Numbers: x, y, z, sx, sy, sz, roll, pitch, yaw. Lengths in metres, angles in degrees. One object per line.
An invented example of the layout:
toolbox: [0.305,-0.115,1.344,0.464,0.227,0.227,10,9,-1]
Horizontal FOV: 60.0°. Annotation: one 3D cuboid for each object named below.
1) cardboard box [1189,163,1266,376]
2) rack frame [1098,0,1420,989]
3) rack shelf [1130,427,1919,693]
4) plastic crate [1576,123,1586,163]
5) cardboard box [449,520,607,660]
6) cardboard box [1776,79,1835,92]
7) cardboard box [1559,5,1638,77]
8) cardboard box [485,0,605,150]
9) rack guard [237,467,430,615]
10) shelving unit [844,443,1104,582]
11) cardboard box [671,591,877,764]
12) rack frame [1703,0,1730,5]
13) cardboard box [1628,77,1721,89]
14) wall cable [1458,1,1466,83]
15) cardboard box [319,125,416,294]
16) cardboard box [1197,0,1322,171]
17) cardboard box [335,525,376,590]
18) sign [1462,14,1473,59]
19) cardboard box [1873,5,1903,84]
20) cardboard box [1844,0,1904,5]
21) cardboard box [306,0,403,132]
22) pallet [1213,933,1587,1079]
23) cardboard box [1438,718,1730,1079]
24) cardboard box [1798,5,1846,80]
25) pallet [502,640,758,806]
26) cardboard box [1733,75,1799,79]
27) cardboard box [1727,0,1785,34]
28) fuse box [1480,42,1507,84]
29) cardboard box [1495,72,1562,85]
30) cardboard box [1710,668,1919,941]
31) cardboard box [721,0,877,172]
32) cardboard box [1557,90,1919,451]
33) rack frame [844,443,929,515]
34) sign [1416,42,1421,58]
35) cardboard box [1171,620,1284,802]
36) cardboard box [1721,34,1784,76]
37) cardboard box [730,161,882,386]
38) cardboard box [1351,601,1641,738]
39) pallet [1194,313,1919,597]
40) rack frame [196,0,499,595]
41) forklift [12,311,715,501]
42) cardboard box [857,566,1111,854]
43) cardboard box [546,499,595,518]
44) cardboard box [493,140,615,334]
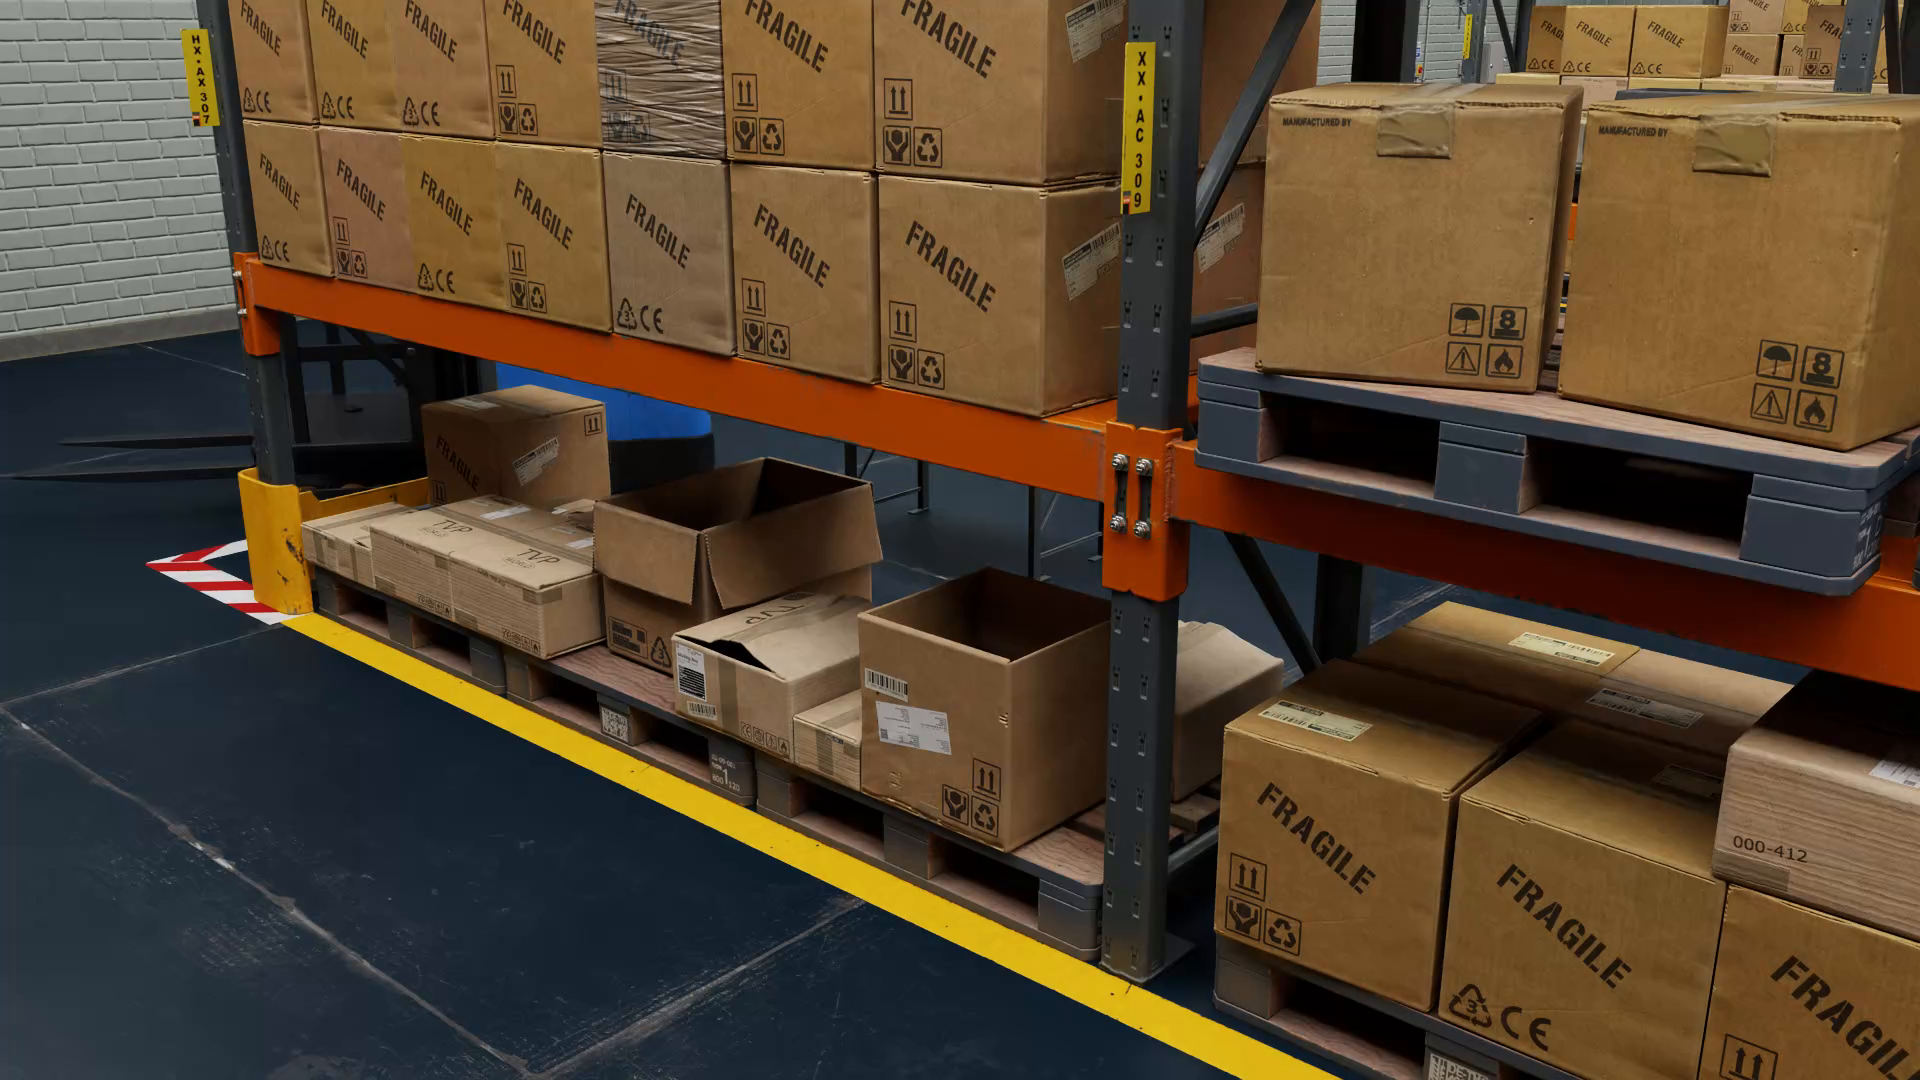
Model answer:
cardboard box: [0.505,-0.730,4.288,0.500,0.500,0.500,16,23,41]
rack frame: [0.706,-0.518,3.786,0.127,3.000,1.000,15,23,39]
rack shelf: [2.202,0.226,2.630,4.000,0.370,1.077,15,23,39]
plastic crate: [2.977,-1.959,8.422,0.530,0.282,0.437,15,23,39]
cardboard box: [-1.320,0.153,5.488,0.500,0.250,0.500,15,23,39]
cardboard box: [6.009,-3.064,11.565,0.500,0.250,0.500,16,23,40]
cardboard box: [4.846,-3.732,12.429,0.500,0.500,0.500,14,23,38]
cardboard box: [-0.982,-1.390,4.716,0.500,0.500,0.500,15,23,39]
rack guard: [-2.229,-0.115,6.647,0.348,0.500,1.175,15,23,39]
shelving unit: [0.064,-0.698,6.831,1.048,1.500,0.538,15,23,39]
cardboard box: [-0.470,0.353,4.759,0.500,0.311,0.500,15,23,39]
rack frame: [7.660,-4.664,16.849,0.127,3.000,1.000,15,23,39]
cardboard box: [5.239,-3.270,12.214,0.500,0.250,0.500,14,22,37]
wall cable: [7.570,-7.739,24.857,0.122,1.984,0.588,15,23,39]
cardboard box: [-1.740,-1.118,5.511,0.500,0.500,0.500,15,23,39]
cardboard box: [0.540,-1.201,4.119,0.500,0.500,0.500,16,23,41]
cardboard box: [-2.014,0.031,6.011,0.250,0.166,0.380,15,23,39]
sign: [3.919,-3.888,12.842,0.005,0.325,0.100,15,23,39]
cardboard box: [6.391,-3.320,11.131,0.500,0.500,0.500,15,23,40]
cardboard box: [8.576,-4.970,15.505,0.500,0.500,0.500,14,23,38]
cardboard box: [-1.733,-1.594,5.357,0.500,0.500,0.500,15,23,40]
pallet: [1.339,0.966,3.721,1.213,0.211,1.003,15,23,39]
cardboard box: [1.312,0.720,3.289,0.500,0.500,0.500,15,23,40]
cardboard box: [6.340,-3.545,11.839,0.500,0.500,0.500,14,22,38]
pallet: [-0.724,0.428,5.415,1.213,0.211,1.003,15,23,39]
cardboard box: [5.983,-3.287,12.268,0.500,0.250,0.500,15,23,39]
cardboard box: [7.820,-5.180,16.164,0.500,0.500,0.500,15,23,39]
fuse box: [8.141,-6.763,25.593,0.414,1.711,0.539,15,23,39]
cardboard box: [4.472,-3.475,12.859,0.500,0.250,0.500,14,23,38]
cardboard box: [1.654,0.459,2.872,0.500,0.250,0.500,15,23,39]
cardboard box: [-0.229,-1.188,4.078,0.500,0.500,0.500,14,23,38]
cardboard box: [1.468,-0.497,2.859,0.700,0.500,0.500,-14,22,-37]
rack frame: [-0.316,-0.800,7.152,0.032,1.500,0.500,15,23,39]
sign: [6.560,-7.061,23.956,0.001,0.218,0.327,15,23,39]
cardboard box: [0.535,0.420,4.546,0.500,0.311,0.500,15,23,39]
cardboard box: [7.813,-4.701,16.308,0.500,0.500,0.500,16,24,42]
cardboard box: [-0.225,-0.712,4.230,0.500,0.500,0.500,16,24,41]
cardboard box: [1.265,0.498,3.990,0.500,0.500,0.500,15,23,39]
pallet: [1.231,-0.242,3.232,1.213,0.211,1.003,15,23,39]
rack frame: [-2.286,-1.322,6.317,0.127,3.000,1.000,15,23,39]
forklift: [-2.702,-1.641,7.438,3.031,2.935,1.130,-3,18,-10]
cardboard box: [0.091,0.413,4.256,0.500,0.500,0.500,15,23,39]
cardboard box: [-1.473,-0.026,6.190,0.250,0.166,0.380,15,23,39]
cardboard box: [-0.993,-0.916,4.874,0.500,0.500,0.500,15,23,40]
